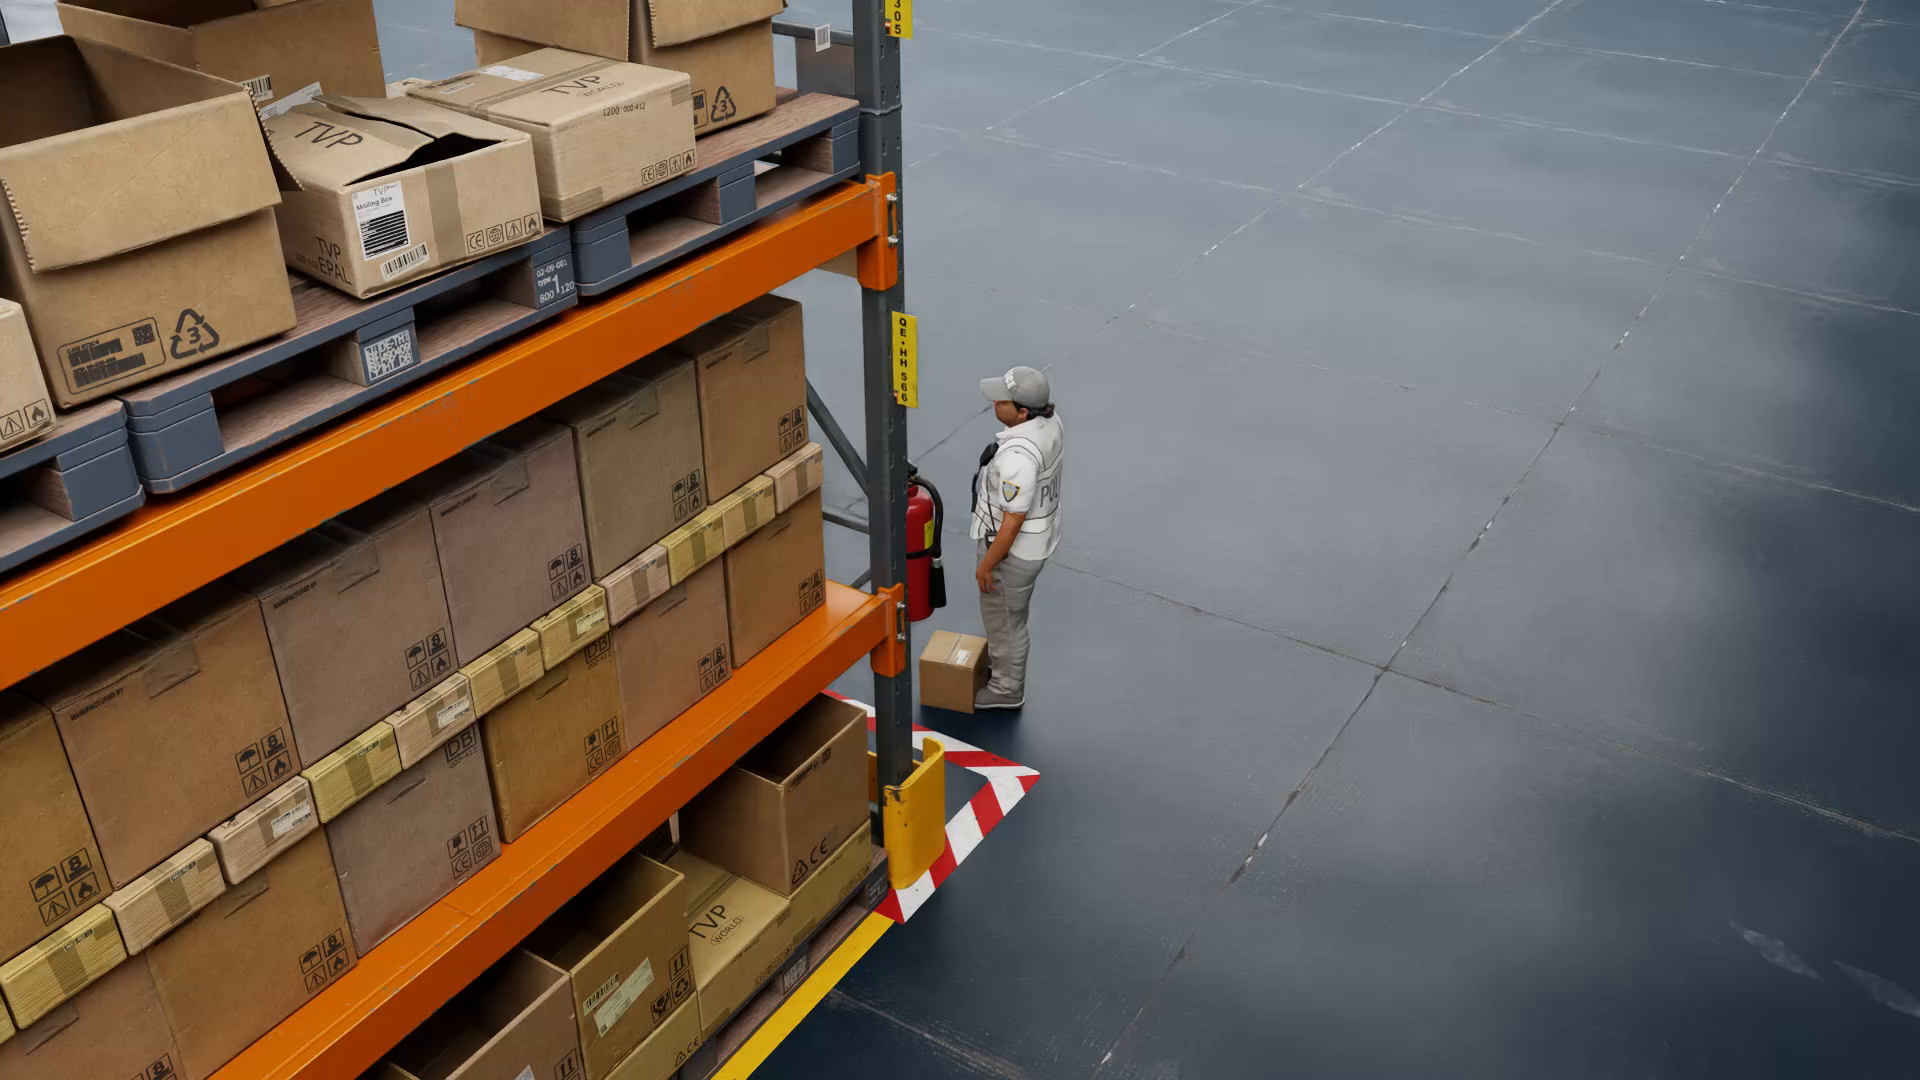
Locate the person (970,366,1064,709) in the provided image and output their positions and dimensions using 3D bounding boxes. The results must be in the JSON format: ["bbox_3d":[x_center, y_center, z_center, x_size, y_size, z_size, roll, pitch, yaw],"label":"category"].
[{"bbox_3d":[0.165,-0.014,7.130,0.529,1.670,0.597,10,32,16],"label":"person"}]
